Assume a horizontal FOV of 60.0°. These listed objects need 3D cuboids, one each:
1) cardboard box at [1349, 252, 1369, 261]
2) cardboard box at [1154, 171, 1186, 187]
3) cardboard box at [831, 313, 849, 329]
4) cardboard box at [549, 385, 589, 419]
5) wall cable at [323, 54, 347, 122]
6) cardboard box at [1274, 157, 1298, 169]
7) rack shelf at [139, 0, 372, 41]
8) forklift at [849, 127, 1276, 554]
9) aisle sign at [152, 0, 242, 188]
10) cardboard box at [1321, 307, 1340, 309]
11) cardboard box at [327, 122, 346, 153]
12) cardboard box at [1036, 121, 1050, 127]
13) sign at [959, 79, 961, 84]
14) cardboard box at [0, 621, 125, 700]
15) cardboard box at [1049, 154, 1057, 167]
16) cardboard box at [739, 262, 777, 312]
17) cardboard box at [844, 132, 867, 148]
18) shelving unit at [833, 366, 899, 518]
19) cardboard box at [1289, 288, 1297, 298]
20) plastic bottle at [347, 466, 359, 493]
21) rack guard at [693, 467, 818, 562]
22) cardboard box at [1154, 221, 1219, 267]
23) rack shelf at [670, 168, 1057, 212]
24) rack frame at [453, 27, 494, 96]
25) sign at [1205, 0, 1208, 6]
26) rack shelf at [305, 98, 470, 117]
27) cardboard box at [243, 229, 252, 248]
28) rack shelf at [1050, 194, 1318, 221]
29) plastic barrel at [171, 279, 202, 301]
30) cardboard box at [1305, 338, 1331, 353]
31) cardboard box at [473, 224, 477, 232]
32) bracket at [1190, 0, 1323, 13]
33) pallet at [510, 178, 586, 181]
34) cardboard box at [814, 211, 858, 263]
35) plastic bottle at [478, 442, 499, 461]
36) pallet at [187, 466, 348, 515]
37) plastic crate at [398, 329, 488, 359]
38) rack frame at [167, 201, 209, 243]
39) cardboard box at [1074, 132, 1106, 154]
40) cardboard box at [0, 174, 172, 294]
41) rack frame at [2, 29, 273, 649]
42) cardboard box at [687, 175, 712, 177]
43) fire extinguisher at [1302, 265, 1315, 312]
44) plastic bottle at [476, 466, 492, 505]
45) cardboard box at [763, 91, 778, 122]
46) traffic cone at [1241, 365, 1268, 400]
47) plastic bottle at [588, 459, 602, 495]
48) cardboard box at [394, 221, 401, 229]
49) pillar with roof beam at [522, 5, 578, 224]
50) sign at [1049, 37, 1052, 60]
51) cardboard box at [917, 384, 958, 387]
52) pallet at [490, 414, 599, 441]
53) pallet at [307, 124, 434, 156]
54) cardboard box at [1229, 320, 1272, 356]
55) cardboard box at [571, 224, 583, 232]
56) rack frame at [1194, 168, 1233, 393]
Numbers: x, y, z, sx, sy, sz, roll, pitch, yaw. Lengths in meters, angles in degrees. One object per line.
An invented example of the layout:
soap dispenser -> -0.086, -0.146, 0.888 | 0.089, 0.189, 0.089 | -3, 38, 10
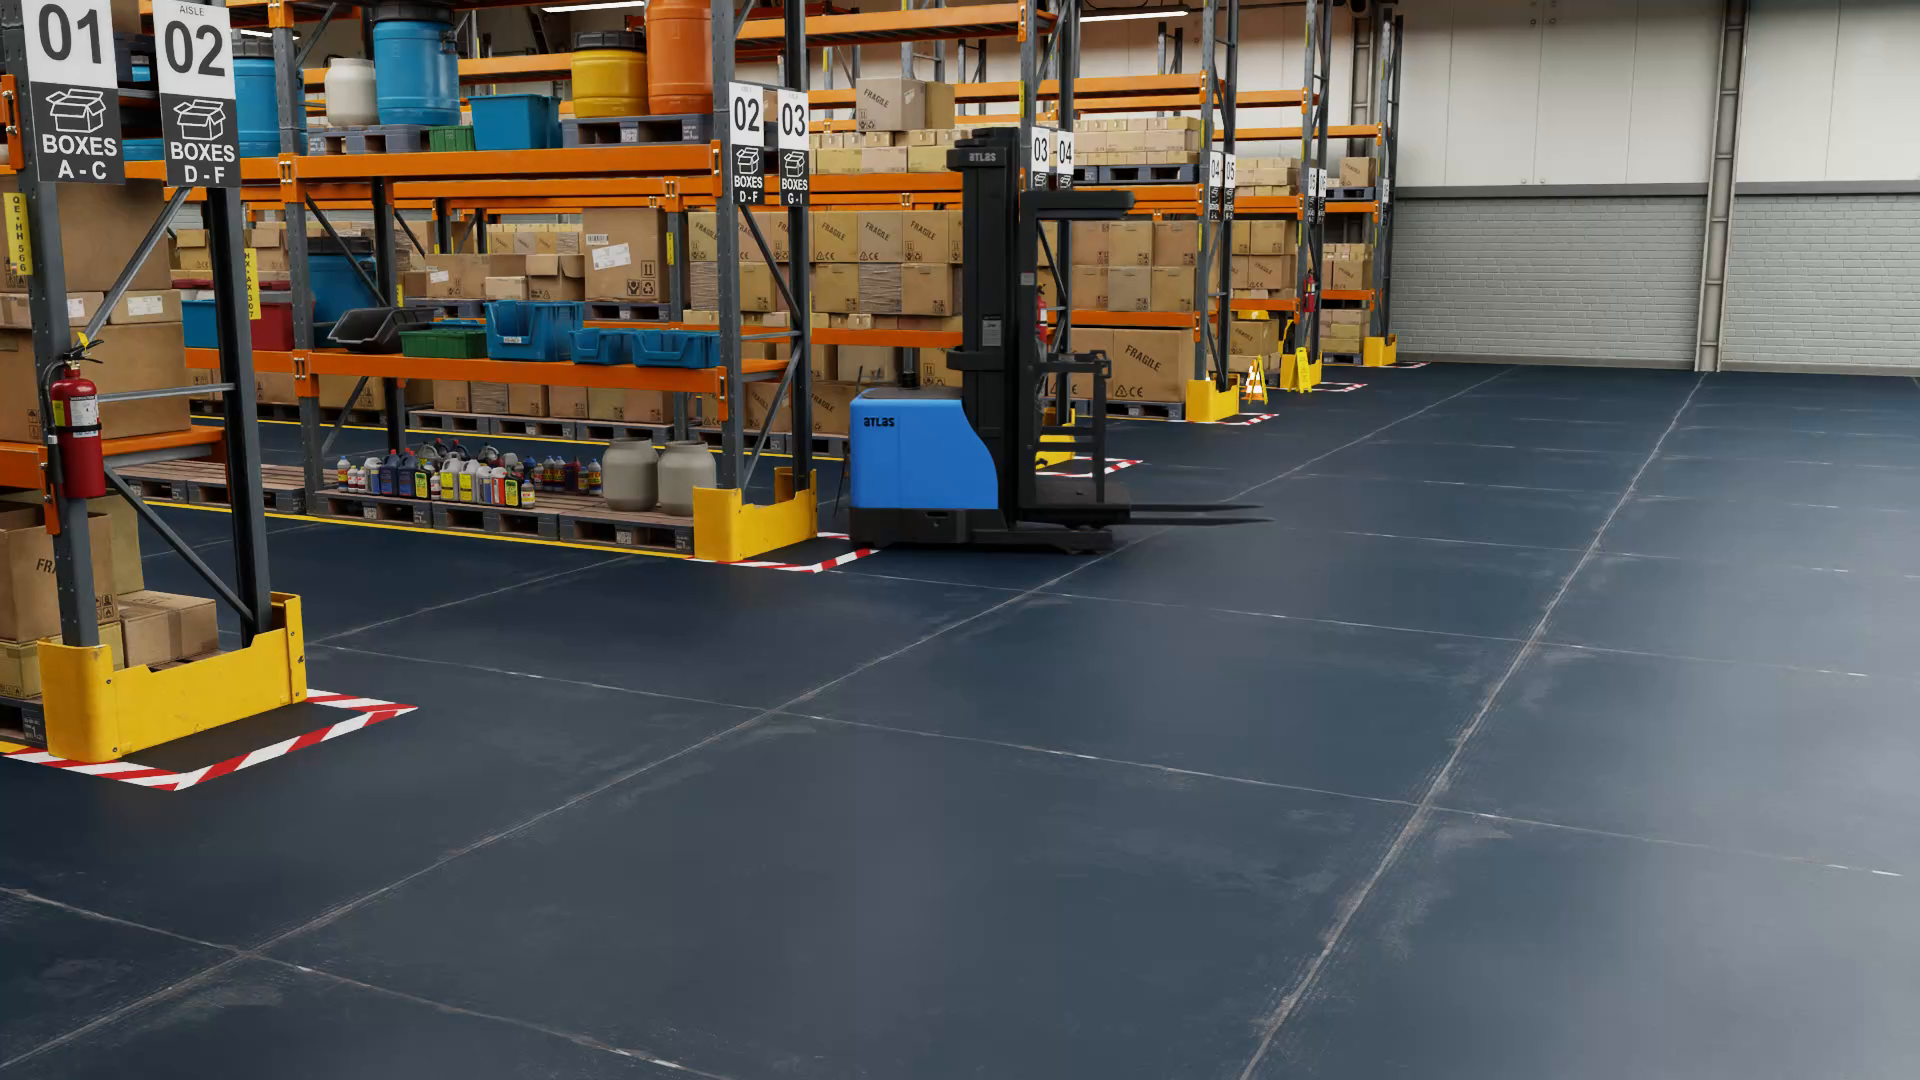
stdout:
cardboard box -> 6.973, -4.946, 29.035 | 0.250, 0.149, 0.380 | 5, 11, 27
cardboard box -> 3.265, -5.467, 25.181 | 0.500, 0.250, 0.500 | 5, 11, 26
cardboard box -> -1.102, -2.218, 16.766 | 0.250, 0.149, 0.380 | 5, 11, 26
cardboard box -> -4.220, -1.658, 18.750 | 0.500, 0.500, 0.700 | 4, 11, 21
wall cable -> -12.758, -8.999, 36.577 | 0.133, 3.039, 2.988 | 5, 11, 26
cardboard box -> 4.781, -5.527, 24.387 | 0.250, 0.149, 0.380 | 5, 11, 26
rack shelf -> -6.743, -4.303, 13.878 | 4.000, 0.370, 1.077 | 5, 11, 26
forklift -> 0.743, -1.441, 11.960 | 3.031, 2.935, 1.130 | 0, 10, 3
aisle sign -> -3.362, -1.961, 7.341 | 0.004, 0.787, 0.394 | 5, 11, 26
cardboard box -> 6.611, -4.048, 29.907 | 0.500, 0.250, 0.500 | 5, 11, 26
cardboard box -> -6.923, -4.620, 19.443 | 0.637, 0.503, 0.797 | 6, 12, 29
cardboard box -> 1.068, -5.117, 20.663 | 0.250, 0.149, 0.380 | 5, 11, 26
sign -> 0.002, -8.589, 31.574 | 0.005, 0.325, 0.100 | 5, 11, 26
cardboard box -> -4.169, 0.514, 7.511 | 0.500, 0.250, 0.500 | 5, 11, 26
cardboard box -> 1.299, -4.704, 20.623 | 0.250, 0.149, 0.380 | 5, 11, 27
cardboard box -> -1.948, -2.640, 17.278 | 0.500, 0.500, 0.875 | 5, 11, 26
cardboard box -> -0.946, -3.923, 16.361 | 0.250, 0.149, 0.380 | 4, 11, 23
shelving unit -> -0.730, -0.739, 12.908 | 0.189, 1.200, 0.258 | 10, 1, -45
cardboard box -> 5.002, -3.738, 25.169 | 0.250, 0.149, 0.380 | 5, 11, 26
plastic bottle -> -4.766, -0.480, 13.082 | 0.097, 0.201, 0.097 | 0, 10, 0
rack guard -> -1.451, -0.197, 11.915 | 0.348, 0.500, 1.175 | 5, 11, 26
cardboard box -> 2.799, -3.644, 20.490 | 0.550, 0.550, 0.875 | 5, 11, 26
rack shelf -> -0.964, -3.499, 16.739 | 4.000, 0.370, 1.077 | 5, 11, 26
rack frame -> -9.134, -8.015, 31.248 | 0.127, 3.000, 1.000 | 5, 11, 26
sign -> 2.862, -6.369, 19.307 | 0.005, 0.325, 0.100 | 5, 11, 26
rack shelf -> -9.440, -6.703, 26.030 | 4.000, 0.370, 1.077 | 5, 11, 26
cardboard box -> -8.745, -3.603, 20.618 | 0.637, 0.503, 0.797 | 5, 11, 26
rack shelf -> 3.421, -5.082, 25.484 | 4.000, 0.370, 1.077 | 5, 11, 26
plastic barrel -> -6.756, -2.013, 14.548 | 0.433, 0.535, 0.433 | 0, 10, 0
cardboard box -> 6.405, -3.476, 29.556 | 0.500, 0.250, 0.500 | 5, 11, 26
cardboard box -> -8.938, -5.851, 31.228 | 0.250, 0.149, 0.380 | 5, 12, 27
bracket -> 4.342, -9.696, 30.431 | 4.783, 0.066, 0.076 | 5, 11, 26
pallet -> -4.195, -4.065, 18.374 | 1.003, 0.211, 1.213 | 5, 11, 26
cardboard box -> -1.116, -3.030, 16.626 | 0.500, 0.500, 0.500 | 5, 11, 26
plastic bottle -> -3.782, -0.611, 13.389 | 0.185, 0.351, 0.144 | 5, 11, 25
pallet -> -5.670, -0.427, 13.998 | 1.213, 0.211, 1.003 | 5, 11, 26
plastic crate -> -3.857, -1.487, 12.621 | 0.662, 0.188, 0.450 | 5, 11, 26
rack frame -> -9.932, -3.165, 21.296 | 0.127, 3.000, 1.000 | 5, 11, 26
cardboard box -> 1.654, -4.881, 20.482 | 0.500, 0.250, 0.500 | 5, 11, 25
cardboard box -> -4.017, -1.368, 7.444 | 0.500, 0.500, 0.700 | 5, 11, 26
rack frame -> -3.557, -0.638, 7.331 | 0.127, 3.000, 1.000 | 5, 11, 26
cardboard box -> -2.467, -3.861, 17.137 | 0.500, 0.250, 0.500 | 5, 11, 24
fire extinguisher -> 5.113, -3.682, 24.367 | 0.183, 0.674, 0.296 | 5, 11, 26
plastic bottle -> -3.541, -0.415, 12.511 | 0.135, 0.276, 0.152 | 5, 11, 24
cardboard box -> -2.241, -4.458, 17.495 | 0.500, 0.500, 0.500 | 5, 11, 24
traffic cone -> 4.072, -2.178, 22.963 | 0.334, 0.463, 0.336 | 5, 11, 26
plastic bottle -> -2.850, -0.495, 12.969 | 0.097, 0.271, 0.097 | 0, 10, 0
cardboard box -> -8.654, -4.671, 25.691 | 0.500, 0.500, 0.500 | 5, 11, 24
pillar with roof beam -> -10.865, -8.477, 33.800 | 0.548, 9.000, 9.100 | 5, 11, 26
sign -> 1.387, -7.518, 25.434 | 0.005, 0.325, 0.100 | 5, 11, 26
cardboard box -> -0.274, -1.290, 16.773 | 0.500, 0.500, 0.500 | 9, 14, 41
pallet -> -4.554, -1.320, 18.929 | 1.213, 0.211, 1.003 | 5, 11, 26
pallet -> -4.259, -3.086, 12.964 | 1.003, 0.211, 1.213 | 5, 11, 26
cardboard box -> 4.381, -3.046, 25.076 | 0.500, 0.500, 0.500 | 5, 11, 26
cardboard box -> -6.847, -5.672, 30.238 | 0.250, 0.149, 0.380 | 5, 11, 25
rack frame -> 3.115, -3.004, 20.404 | 0.127, 3.000, 1.000 | 5, 11, 26
